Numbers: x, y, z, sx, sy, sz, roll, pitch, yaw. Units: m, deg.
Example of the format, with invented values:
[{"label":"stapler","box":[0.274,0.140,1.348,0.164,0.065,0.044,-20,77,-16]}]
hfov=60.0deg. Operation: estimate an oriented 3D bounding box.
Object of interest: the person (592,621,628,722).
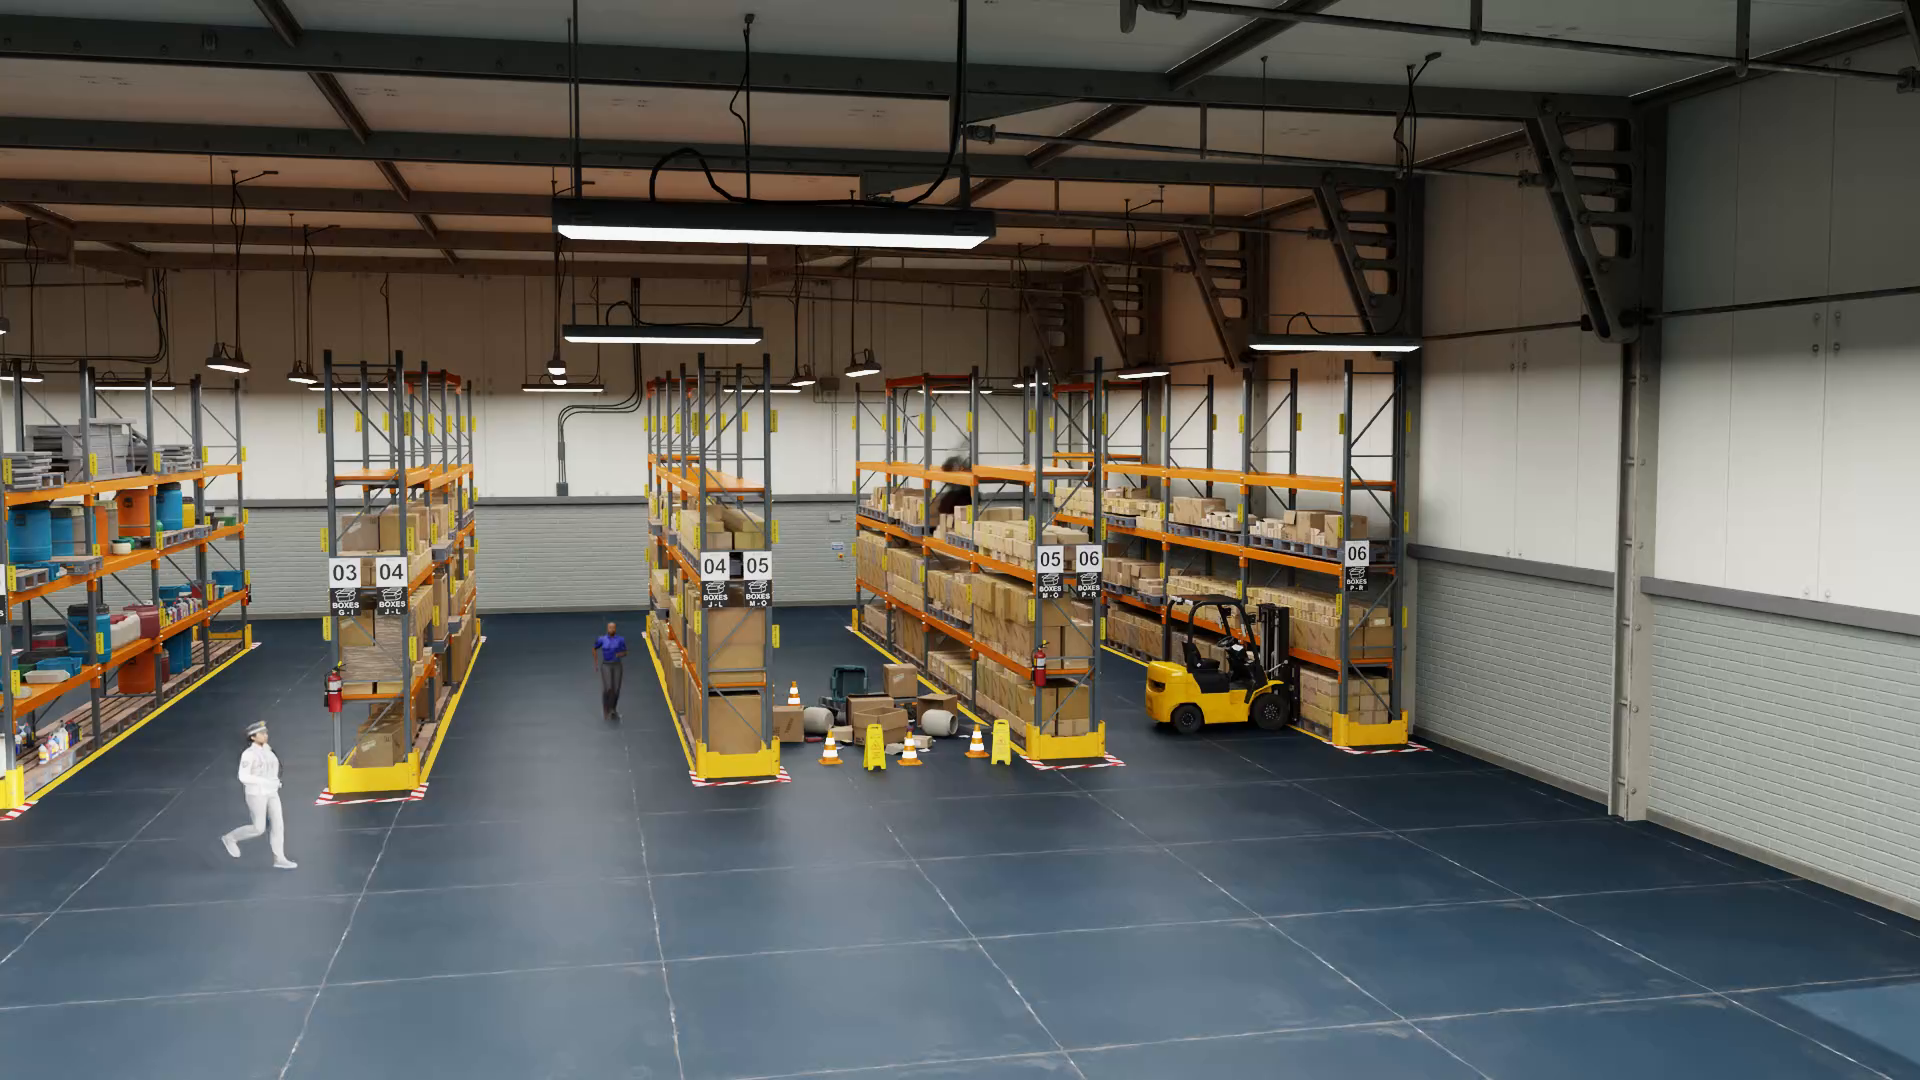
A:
[{"label":"person","box":[-5.912,2.223,28.193,0.543,1.701,0.725,-2,4,-23]}]

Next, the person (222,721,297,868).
[{"label":"person","box":[-7.861,2.855,18.693,0.890,1.664,0.618,1,4,12]}]
